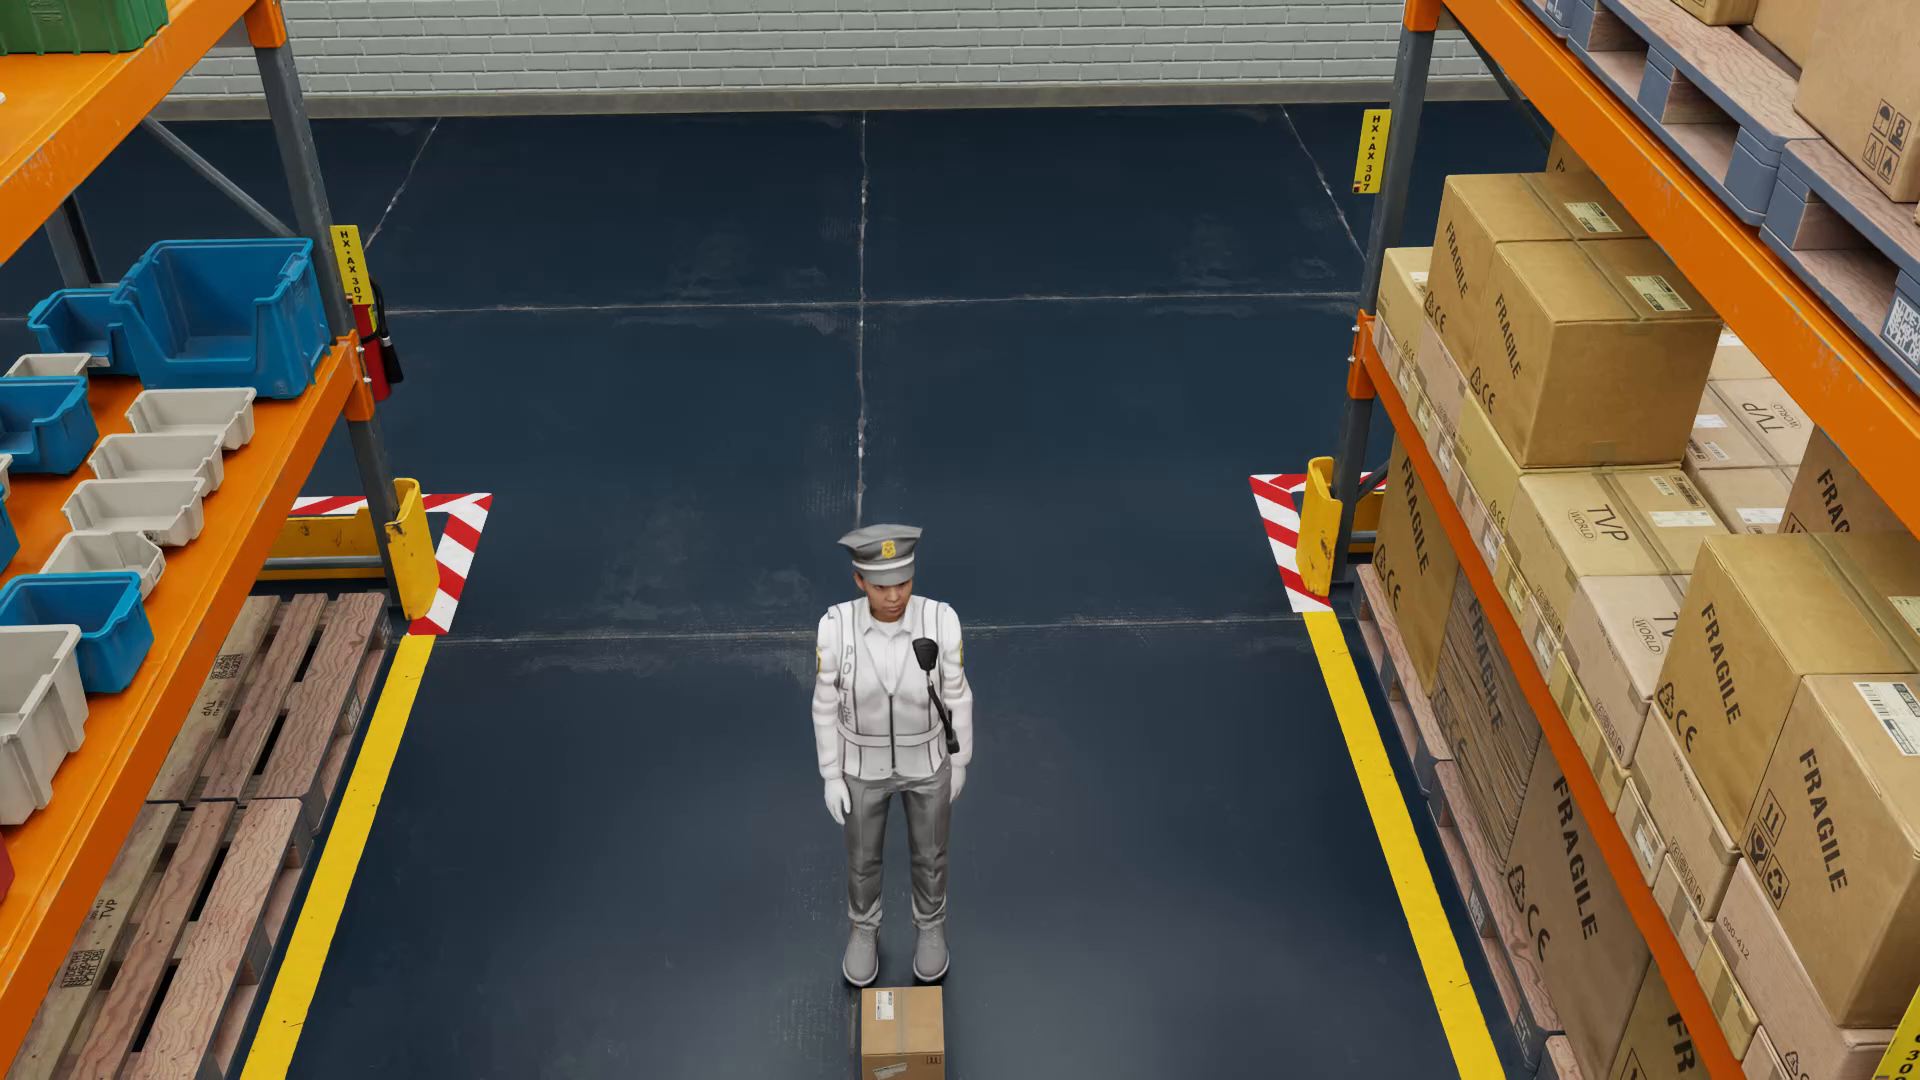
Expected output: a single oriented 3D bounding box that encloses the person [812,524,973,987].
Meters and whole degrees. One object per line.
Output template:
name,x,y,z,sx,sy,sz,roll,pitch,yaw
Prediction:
person,-0.204,0.671,5.136,0.487,1.700,0.380,-1,35,-2
